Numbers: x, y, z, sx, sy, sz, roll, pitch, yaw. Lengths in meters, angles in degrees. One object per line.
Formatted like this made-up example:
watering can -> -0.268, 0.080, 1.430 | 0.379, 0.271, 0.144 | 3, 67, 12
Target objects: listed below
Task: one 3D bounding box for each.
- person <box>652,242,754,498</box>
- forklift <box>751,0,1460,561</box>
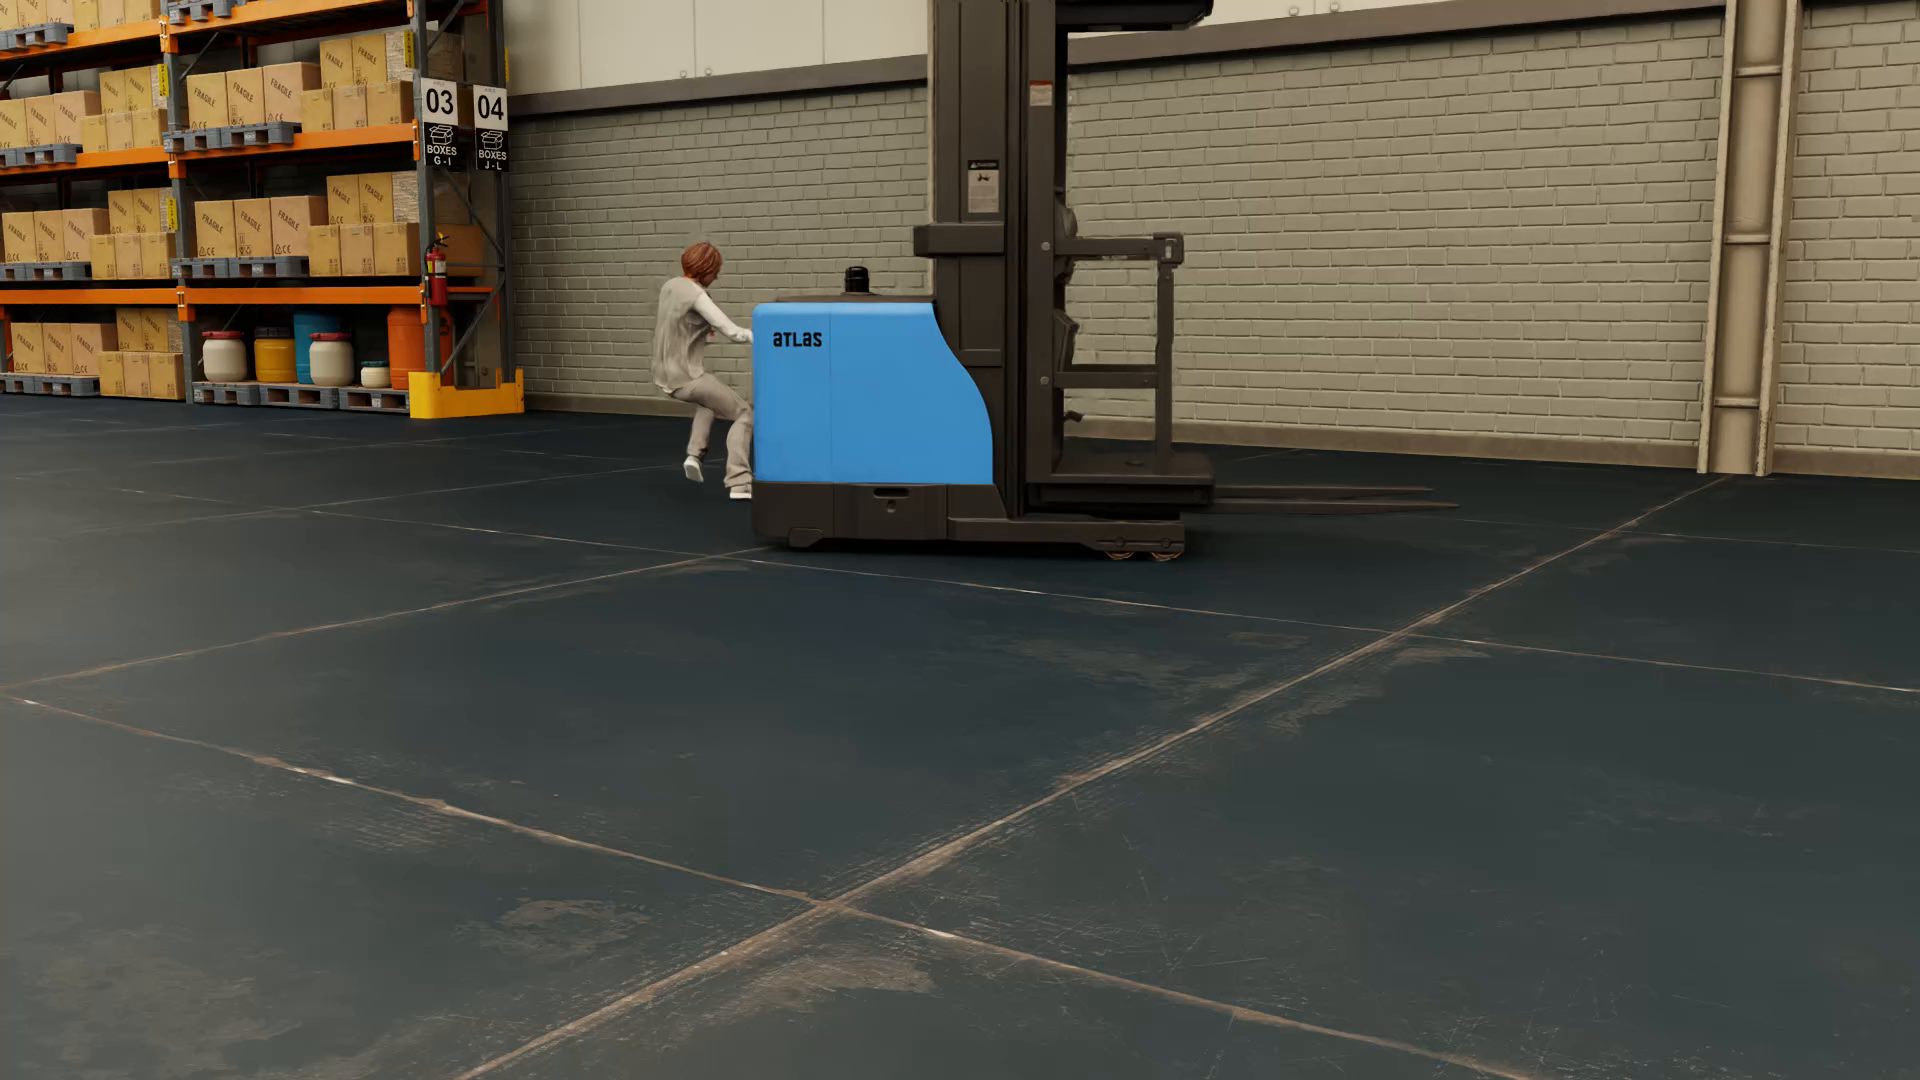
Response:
person -> -1.370, -0.963, 9.375 | 0.692, 1.402, 0.817 | -6, 10, -35
forklift -> 0.644, -1.443, 7.341 | 3.031, 2.935, 1.130 | 1, 8, 6
